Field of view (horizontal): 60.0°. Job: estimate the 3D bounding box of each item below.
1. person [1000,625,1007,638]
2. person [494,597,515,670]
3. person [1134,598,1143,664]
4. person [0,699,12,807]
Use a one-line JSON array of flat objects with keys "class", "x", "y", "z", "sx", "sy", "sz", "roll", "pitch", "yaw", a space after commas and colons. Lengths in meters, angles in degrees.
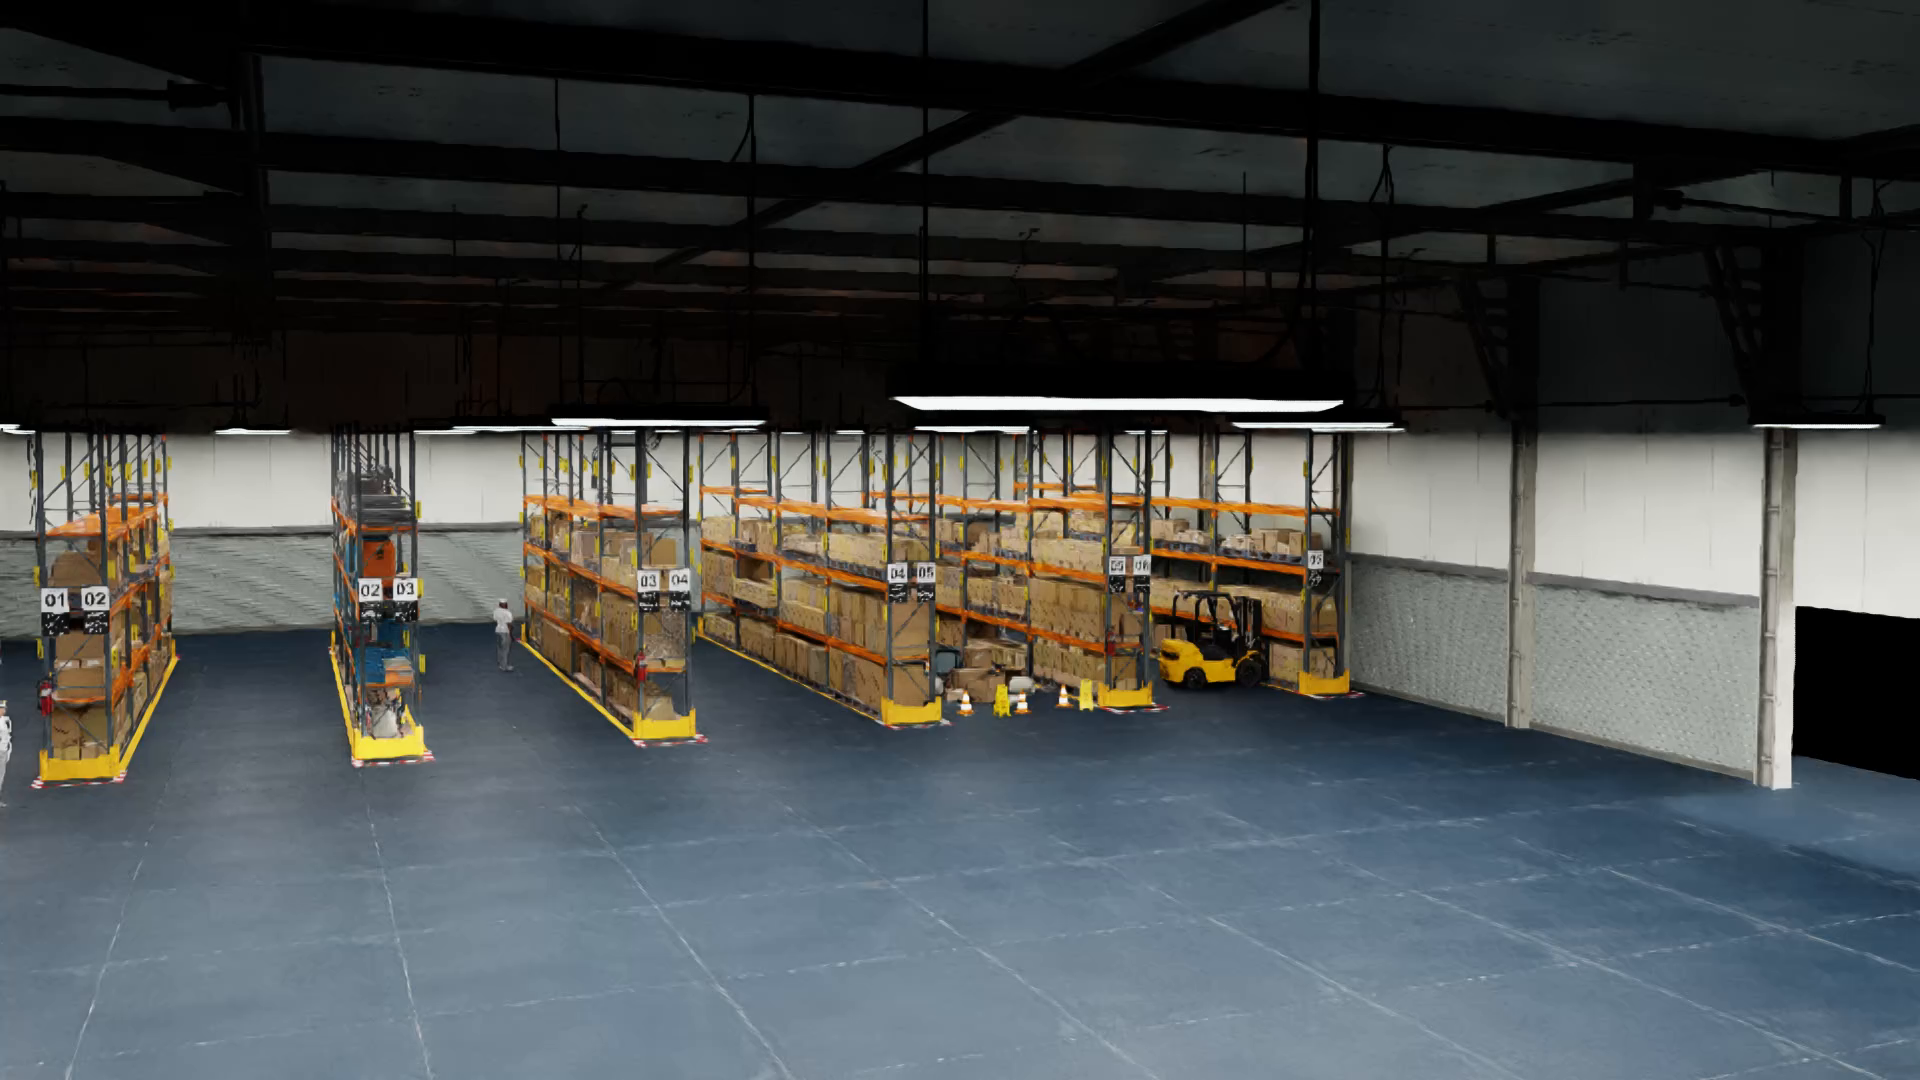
[{"class": "person", "x": 1.056, "y": 2.039, "z": 46.011, "sx": 0.527, "sy": 1.592, "sz": 0.522, "roll": 1, "pitch": 4, "yaw": 10}, {"class": "person", "x": -11.129, "y": 2.278, "z": 40.715, "sx": 0.624, "sy": 1.765, "sz": 0.449, "roll": 3, "pitch": 4, "yaw": 37}, {"class": "person", "x": 4.475, "y": 2.276, "z": 41.747, "sx": 0.556, "sy": 1.650, "sz": 0.588, "roll": 0, "pitch": 4, "yaw": 4}, {"class": "person", "x": -14.944, "y": 3.287, "z": 25.675, "sx": 0.518, "sy": 1.671, "sz": 0.517, "roll": 2, "pitch": 4, "yaw": 31}]
